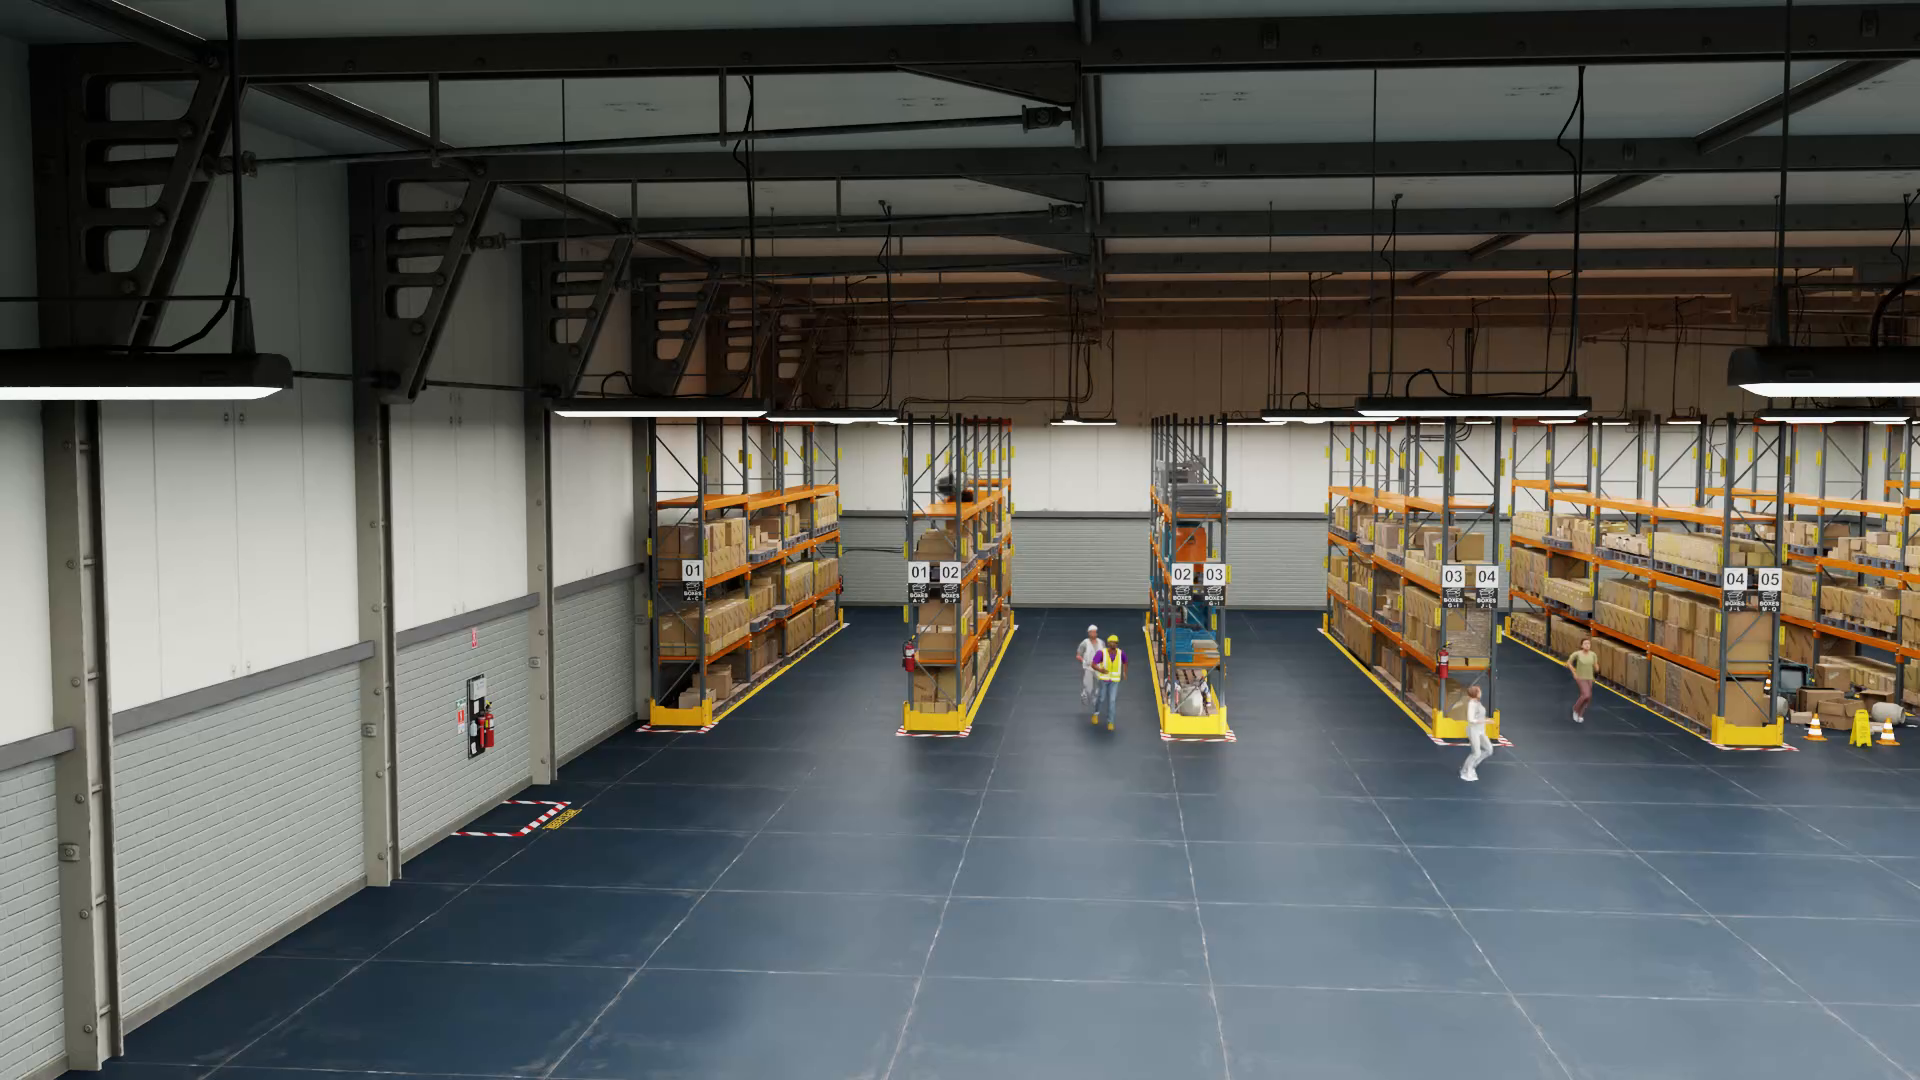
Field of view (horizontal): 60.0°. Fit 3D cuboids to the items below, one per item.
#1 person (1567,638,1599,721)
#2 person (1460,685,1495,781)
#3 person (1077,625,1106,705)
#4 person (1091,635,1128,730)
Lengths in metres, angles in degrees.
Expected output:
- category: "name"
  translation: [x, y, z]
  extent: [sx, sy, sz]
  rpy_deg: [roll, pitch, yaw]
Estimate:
- category: "person"
  translation: [12.153, 2.719, 32.303]
  extent: [0.558, 1.636, 0.597]
  rpy_deg: [-1, 4, -8]
- category: "person"
  translation: [8.379, 3.121, 26.860]
  extent: [0.570, 1.562, 0.521]
  rpy_deg: [3, 5, 33]
- category: "person"
  translation: [2.626, 2.490, 32.759]
  extent: [0.655, 1.633, 0.901]
  rpy_deg: [-1, 4, -12]
- category: "person"
  translation: [2.870, 2.687, 31.725]
  extent: [0.738, 1.764, 0.903]
  rpy_deg: [0, 4, -6]
